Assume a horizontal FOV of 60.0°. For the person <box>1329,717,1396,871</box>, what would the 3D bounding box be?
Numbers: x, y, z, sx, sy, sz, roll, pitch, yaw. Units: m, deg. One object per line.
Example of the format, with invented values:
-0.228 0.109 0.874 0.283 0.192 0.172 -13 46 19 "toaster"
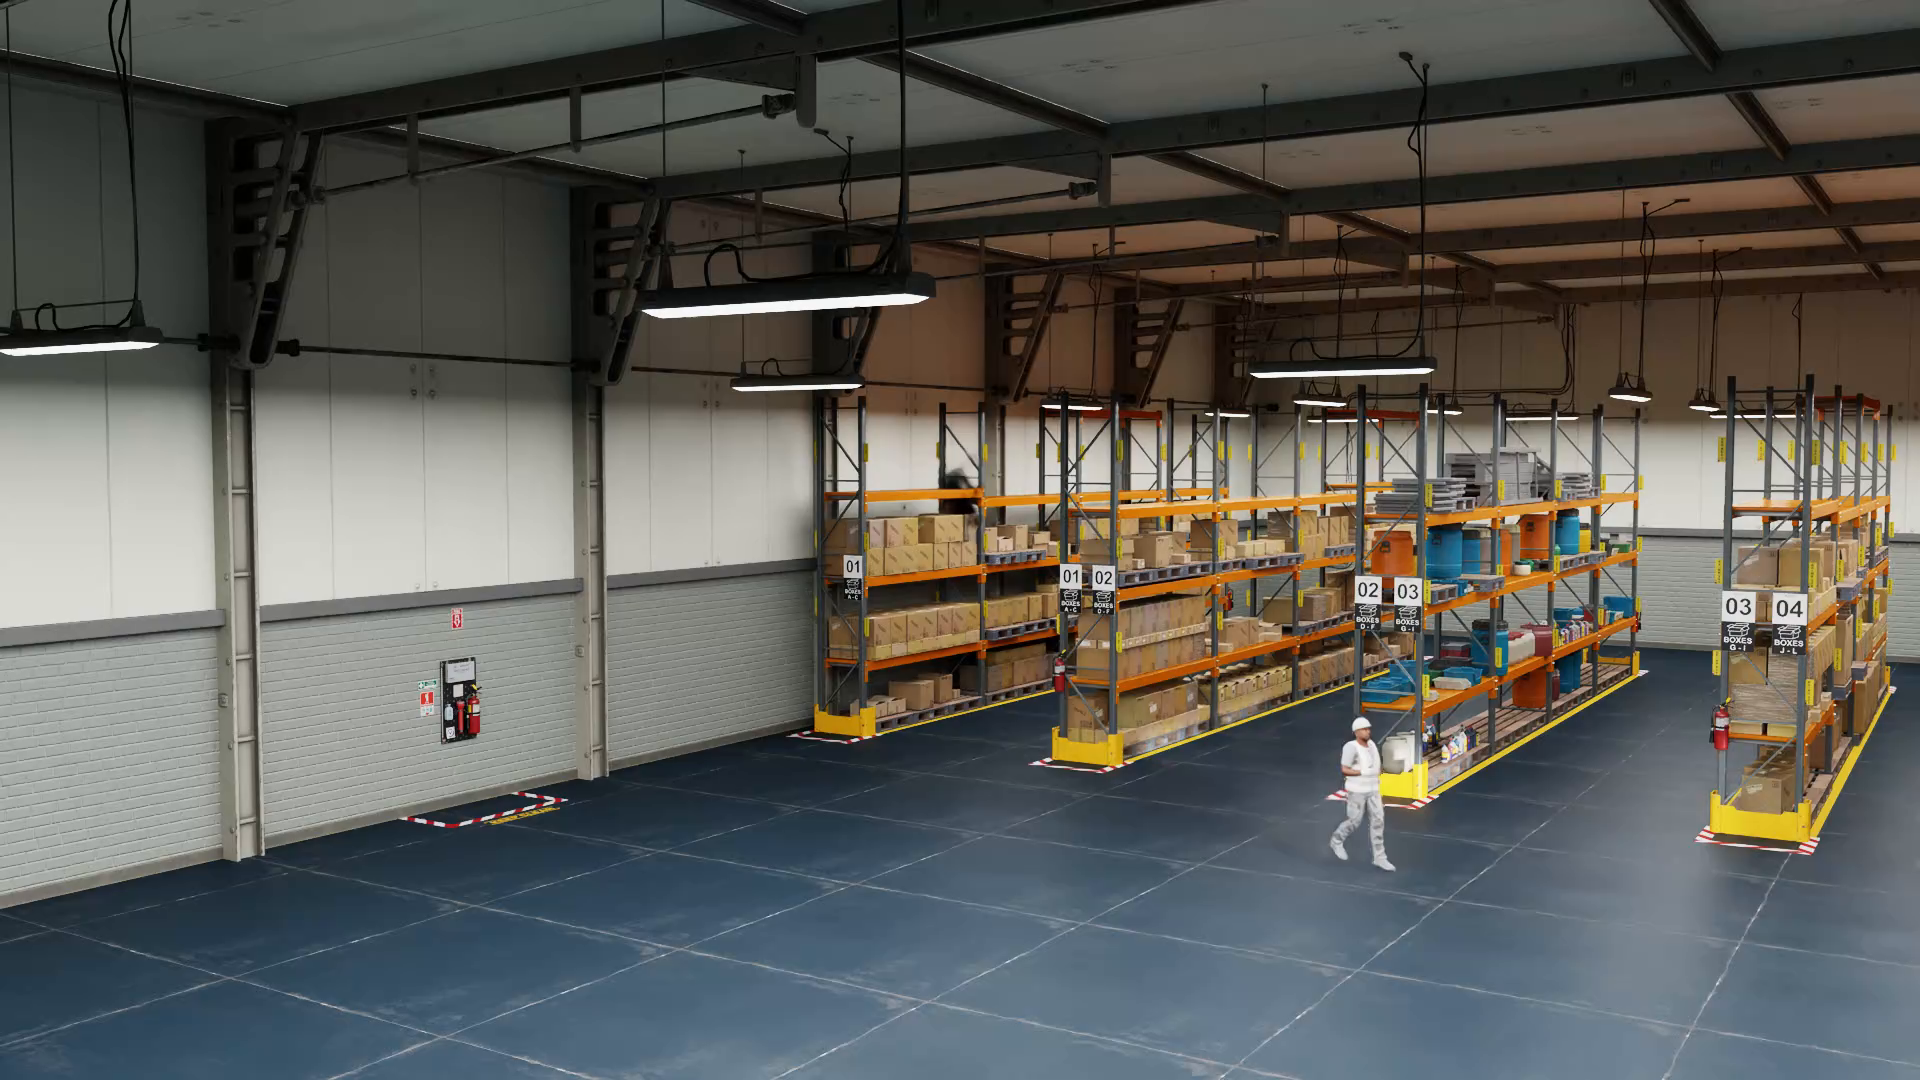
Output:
4.844 3.022 19.991 0.683 1.776 0.931 -2 4 -34 "person"
